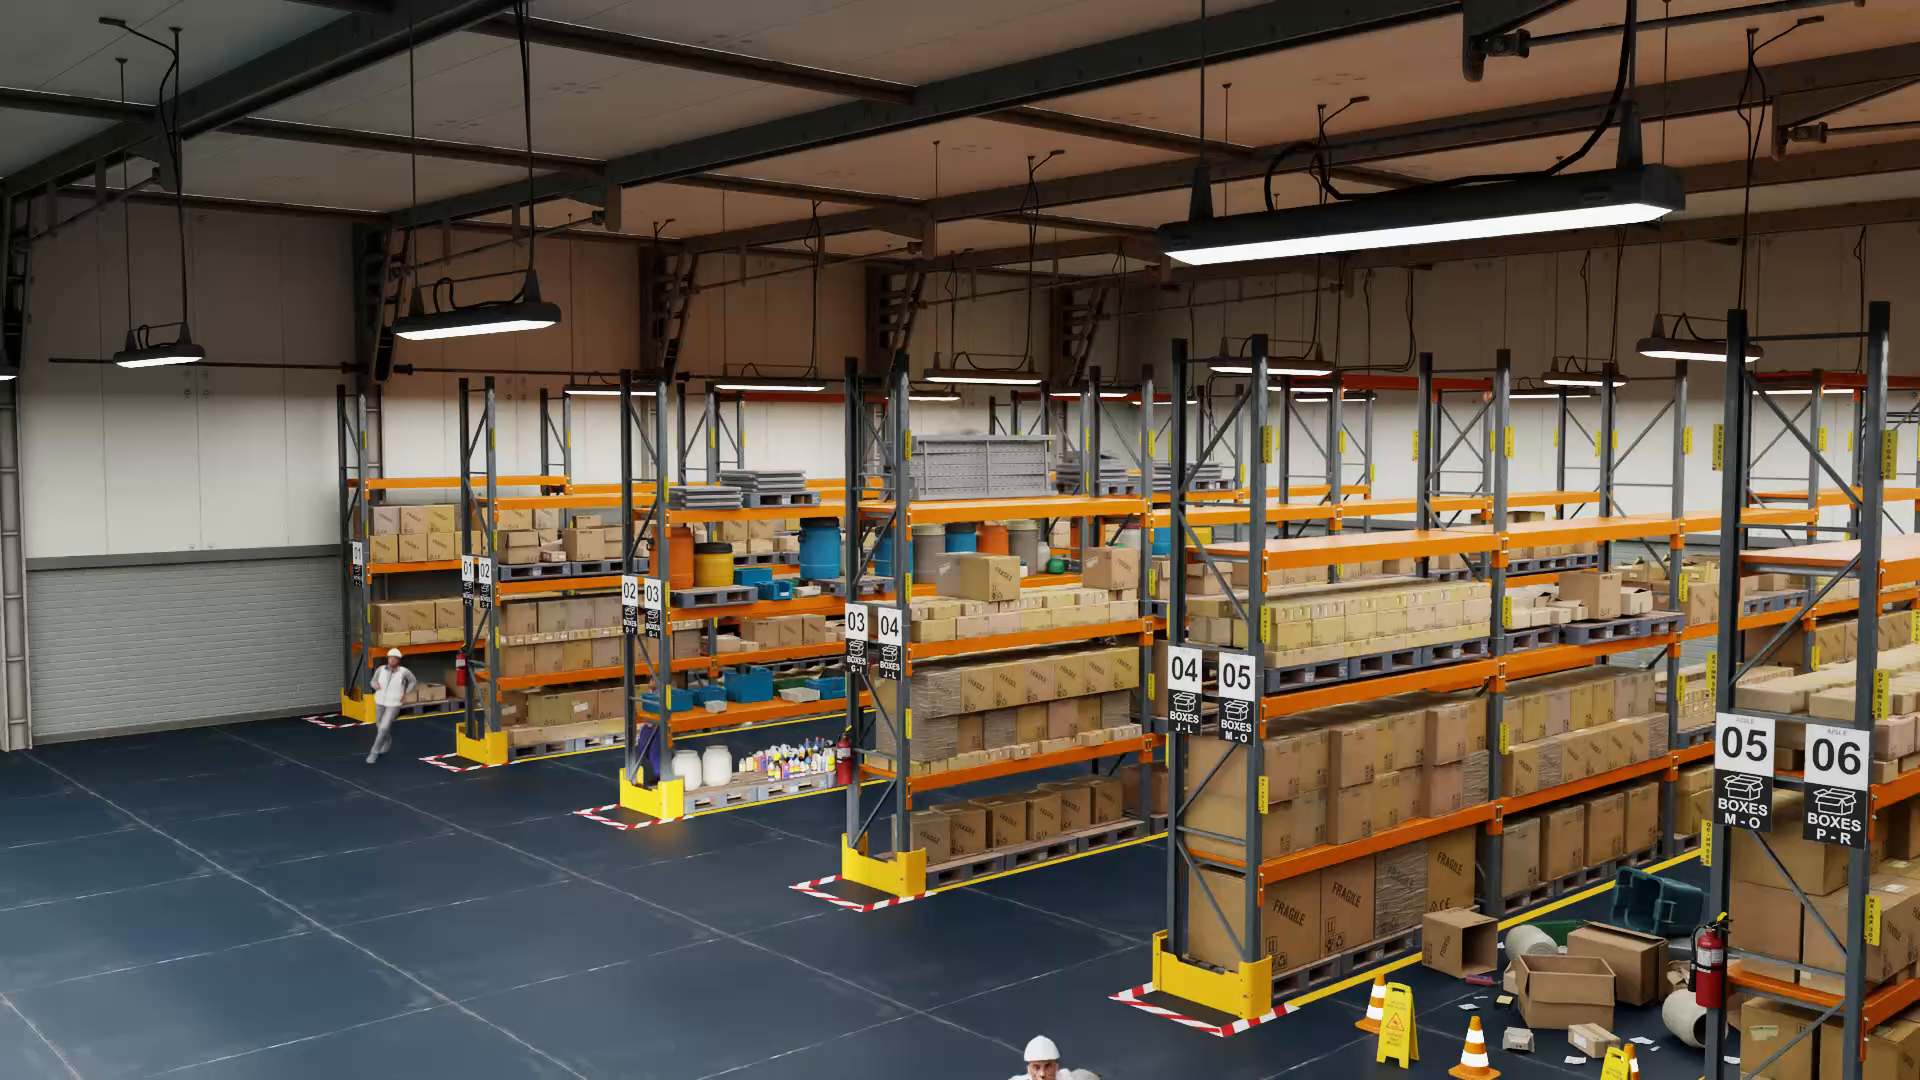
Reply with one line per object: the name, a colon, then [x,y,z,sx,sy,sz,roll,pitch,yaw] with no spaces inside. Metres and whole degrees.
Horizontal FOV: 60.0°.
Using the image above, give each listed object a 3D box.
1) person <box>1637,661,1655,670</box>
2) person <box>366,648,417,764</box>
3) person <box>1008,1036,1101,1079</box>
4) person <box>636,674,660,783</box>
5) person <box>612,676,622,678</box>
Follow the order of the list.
person: [10.183,2.680,24.793,1.114,1.788,0.633,-3,5,-41]
person: [-8.933,2.573,26.142,0.677,1.765,0.894,0,4,7]
person: [0.491,3.644,9.531,0.628,1.716,0.828,0,4,7]
person: [-4.471,2.760,24.453,0.588,1.600,0.543,3,5,42]
person: [-6.234,2.390,30.239,0.544,1.590,0.841,3,5,36]
